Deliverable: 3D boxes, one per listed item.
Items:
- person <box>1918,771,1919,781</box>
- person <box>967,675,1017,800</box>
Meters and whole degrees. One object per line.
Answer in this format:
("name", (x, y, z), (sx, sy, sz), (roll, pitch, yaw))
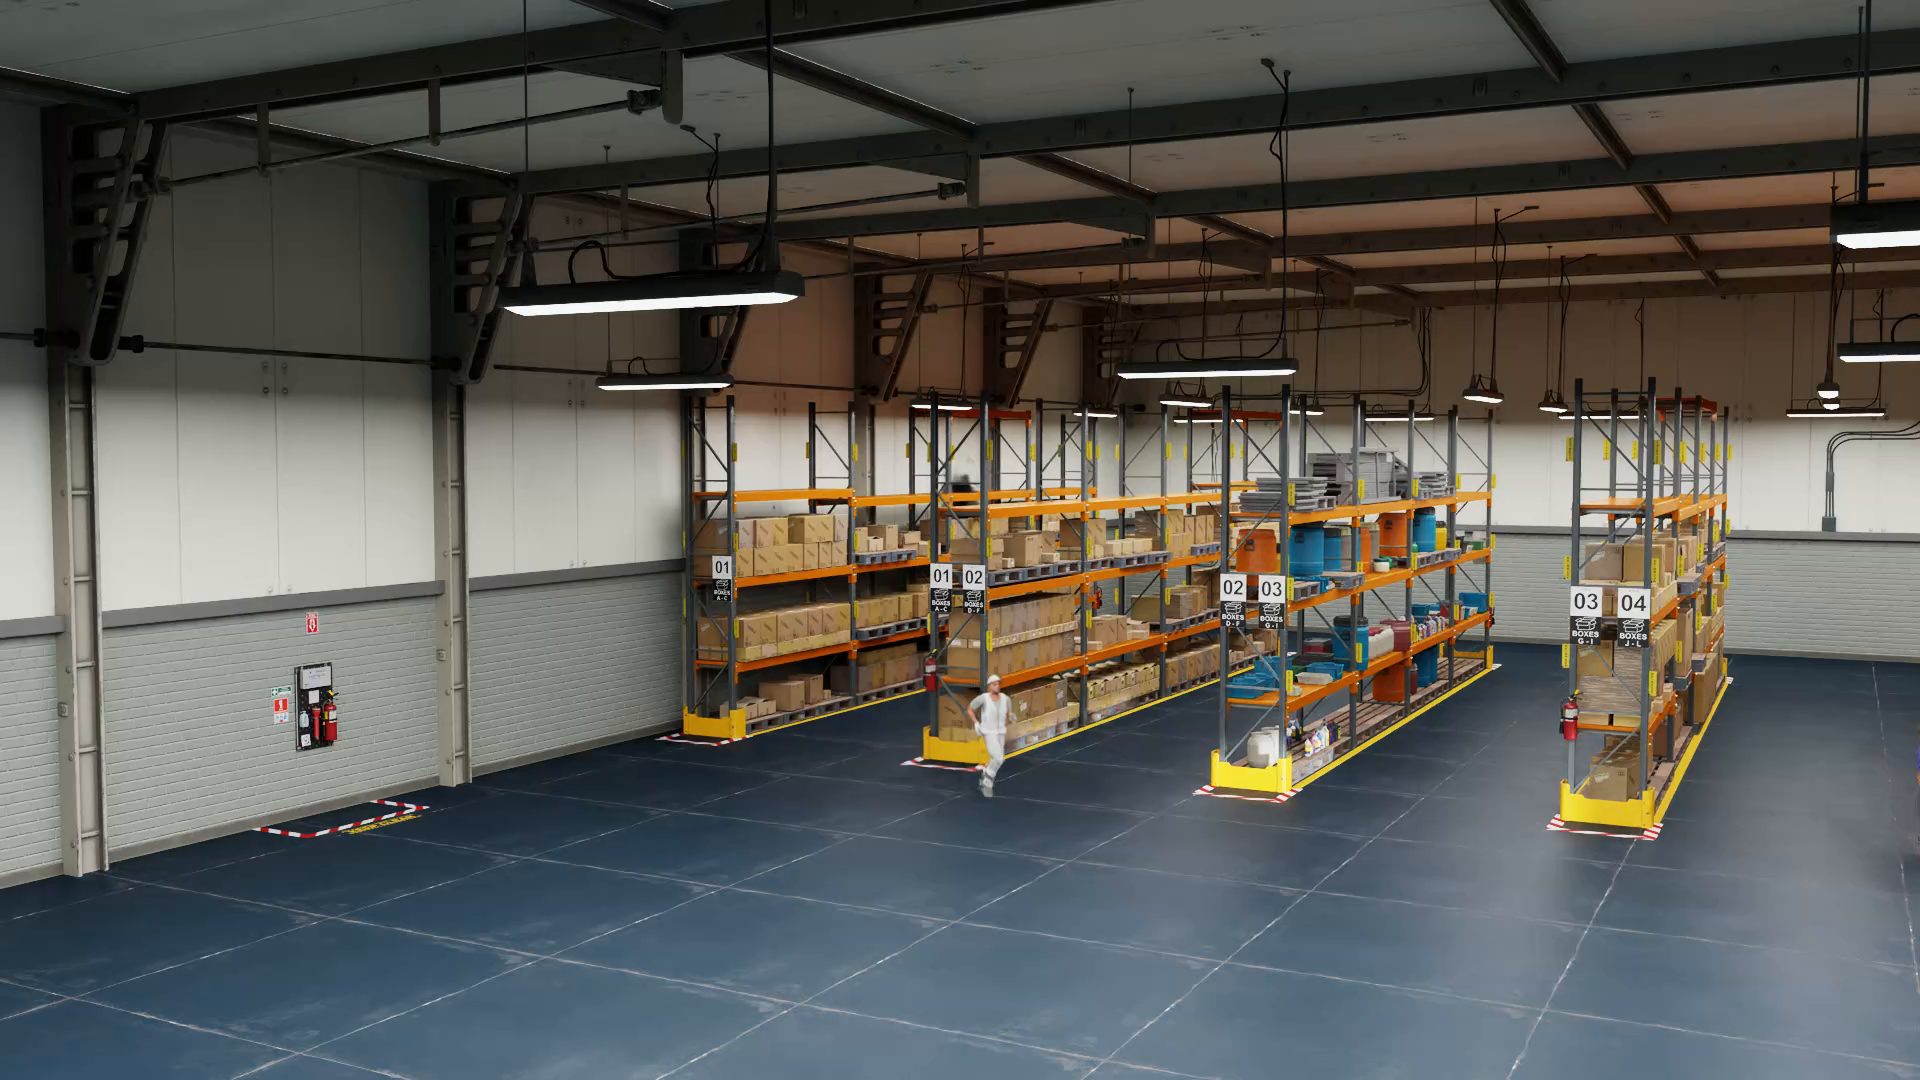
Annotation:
("person", (11.784, 3.158, 19.715), (0.576, 1.610, 0.555), (0, 3, -7))
("person", (0.516, 2.854, 24.103), (0.620, 1.806, 0.709), (-2, 4, -34))
